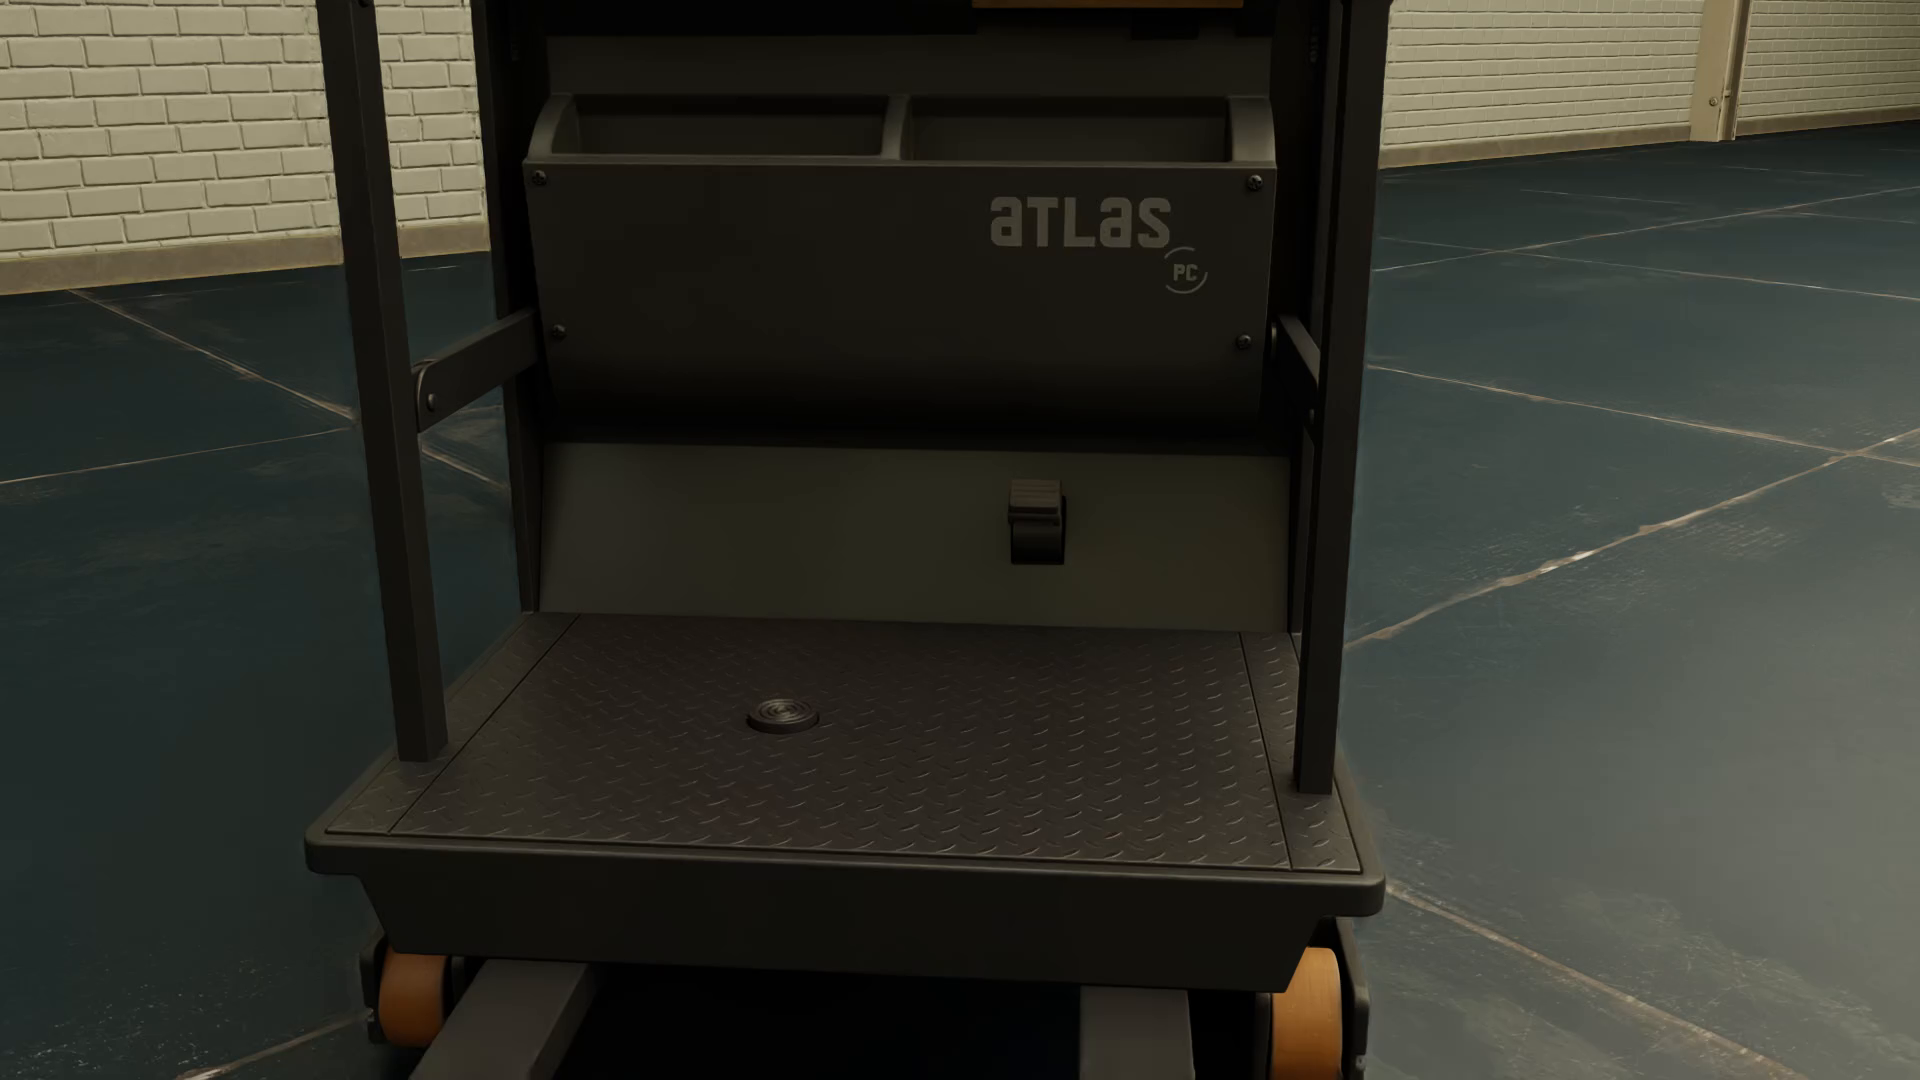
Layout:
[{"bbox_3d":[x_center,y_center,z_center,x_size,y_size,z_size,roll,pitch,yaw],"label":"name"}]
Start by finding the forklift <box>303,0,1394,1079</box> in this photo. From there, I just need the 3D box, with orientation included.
[{"bbox_3d":[-0.091,-0.882,1.759,1.130,2.935,3.031,1,17,4],"label":"forklift"}]
